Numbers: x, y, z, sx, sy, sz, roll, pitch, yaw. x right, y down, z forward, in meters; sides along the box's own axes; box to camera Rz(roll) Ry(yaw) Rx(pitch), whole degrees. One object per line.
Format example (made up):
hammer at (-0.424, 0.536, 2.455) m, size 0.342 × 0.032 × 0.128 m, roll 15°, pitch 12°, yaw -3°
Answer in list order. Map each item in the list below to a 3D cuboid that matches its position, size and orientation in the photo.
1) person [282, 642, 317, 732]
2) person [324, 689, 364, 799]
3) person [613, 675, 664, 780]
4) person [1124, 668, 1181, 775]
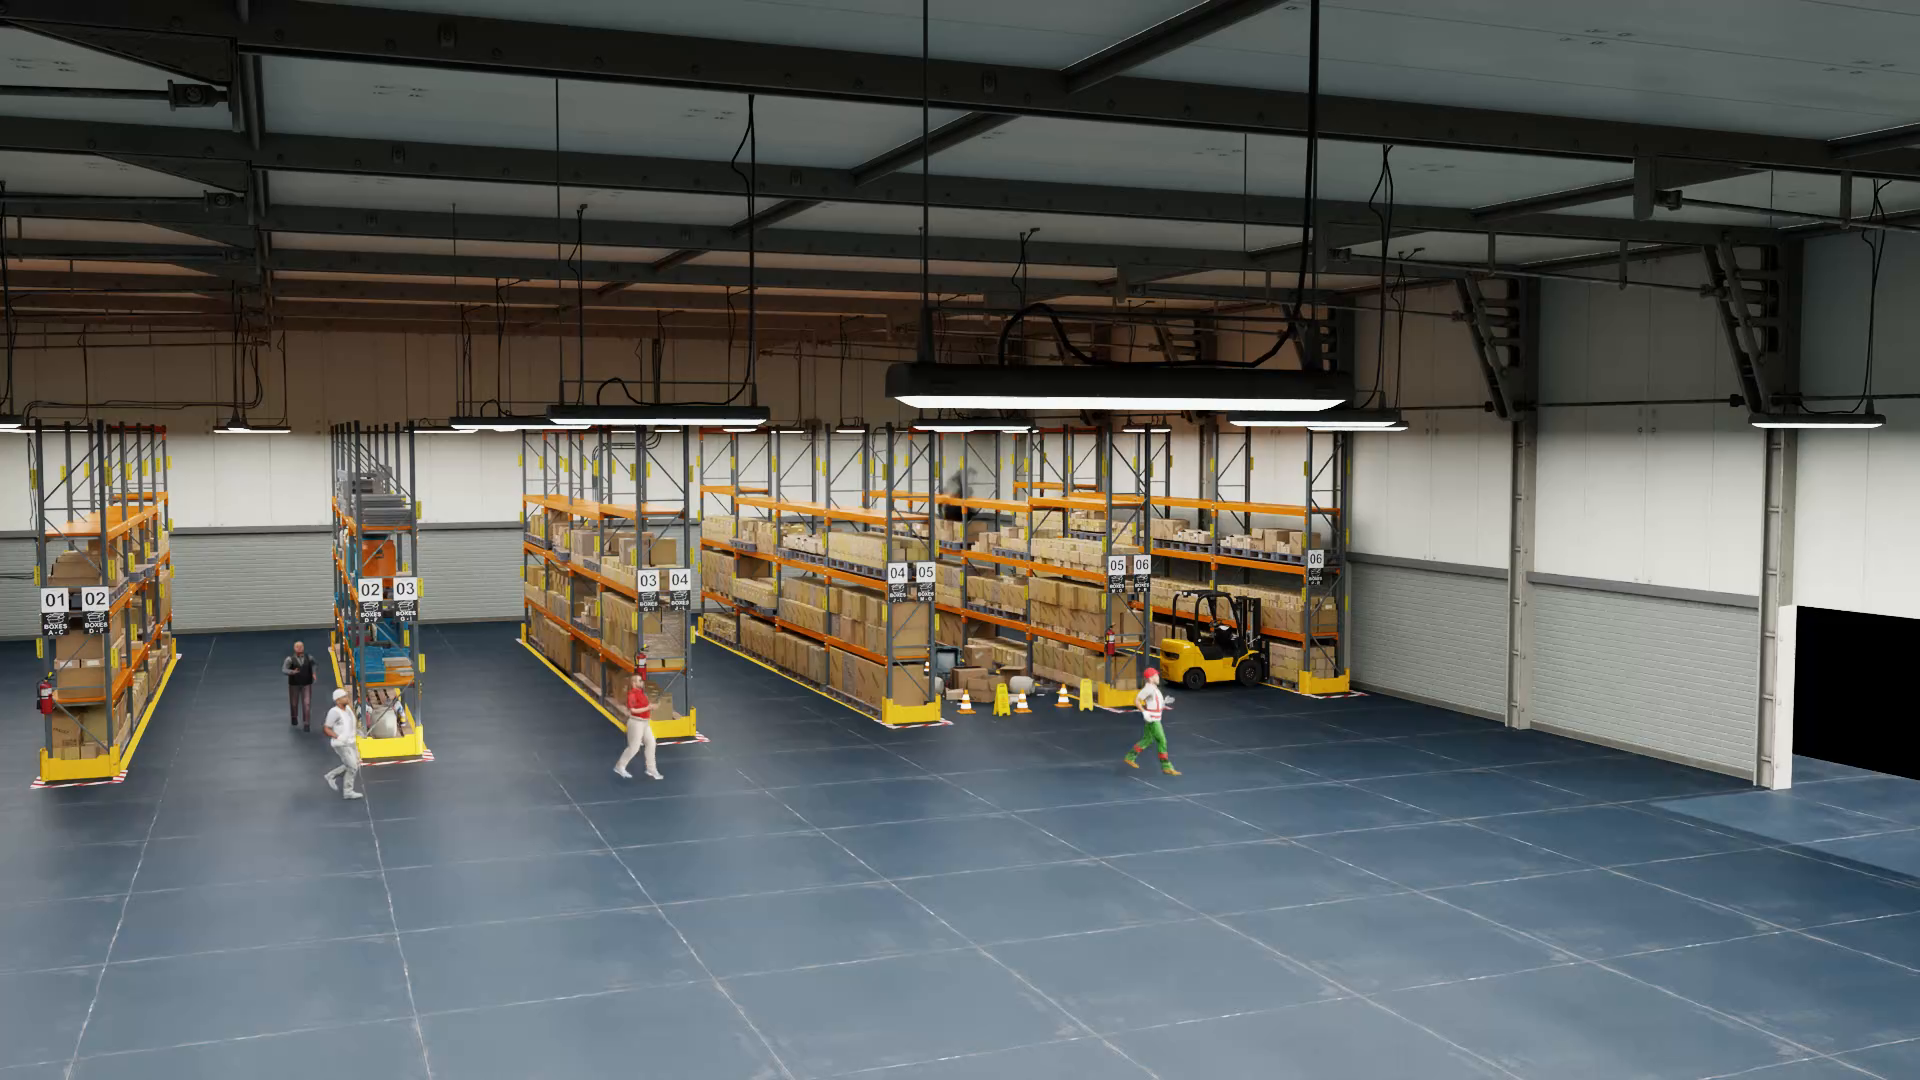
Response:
person at (-12.788, 2.825, 32.242) m, size 0.657 × 1.707 × 0.971 m, roll -2°, pitch 4°, yaw -27°
person at (-9.765, 3.214, 26.243) m, size 0.675 × 1.735 × 0.685 m, roll 0°, pitch 4°, yaw 6°
person at (-5.359, 3.120, 27.661) m, size 0.823 × 1.773 × 0.647 m, roll 1°, pitch 4°, yaw 9°
person at (3.242, 3.043, 28.019) m, size 0.981 × 1.783 × 0.658 m, roll 1°, pitch 4°, yaw 11°
